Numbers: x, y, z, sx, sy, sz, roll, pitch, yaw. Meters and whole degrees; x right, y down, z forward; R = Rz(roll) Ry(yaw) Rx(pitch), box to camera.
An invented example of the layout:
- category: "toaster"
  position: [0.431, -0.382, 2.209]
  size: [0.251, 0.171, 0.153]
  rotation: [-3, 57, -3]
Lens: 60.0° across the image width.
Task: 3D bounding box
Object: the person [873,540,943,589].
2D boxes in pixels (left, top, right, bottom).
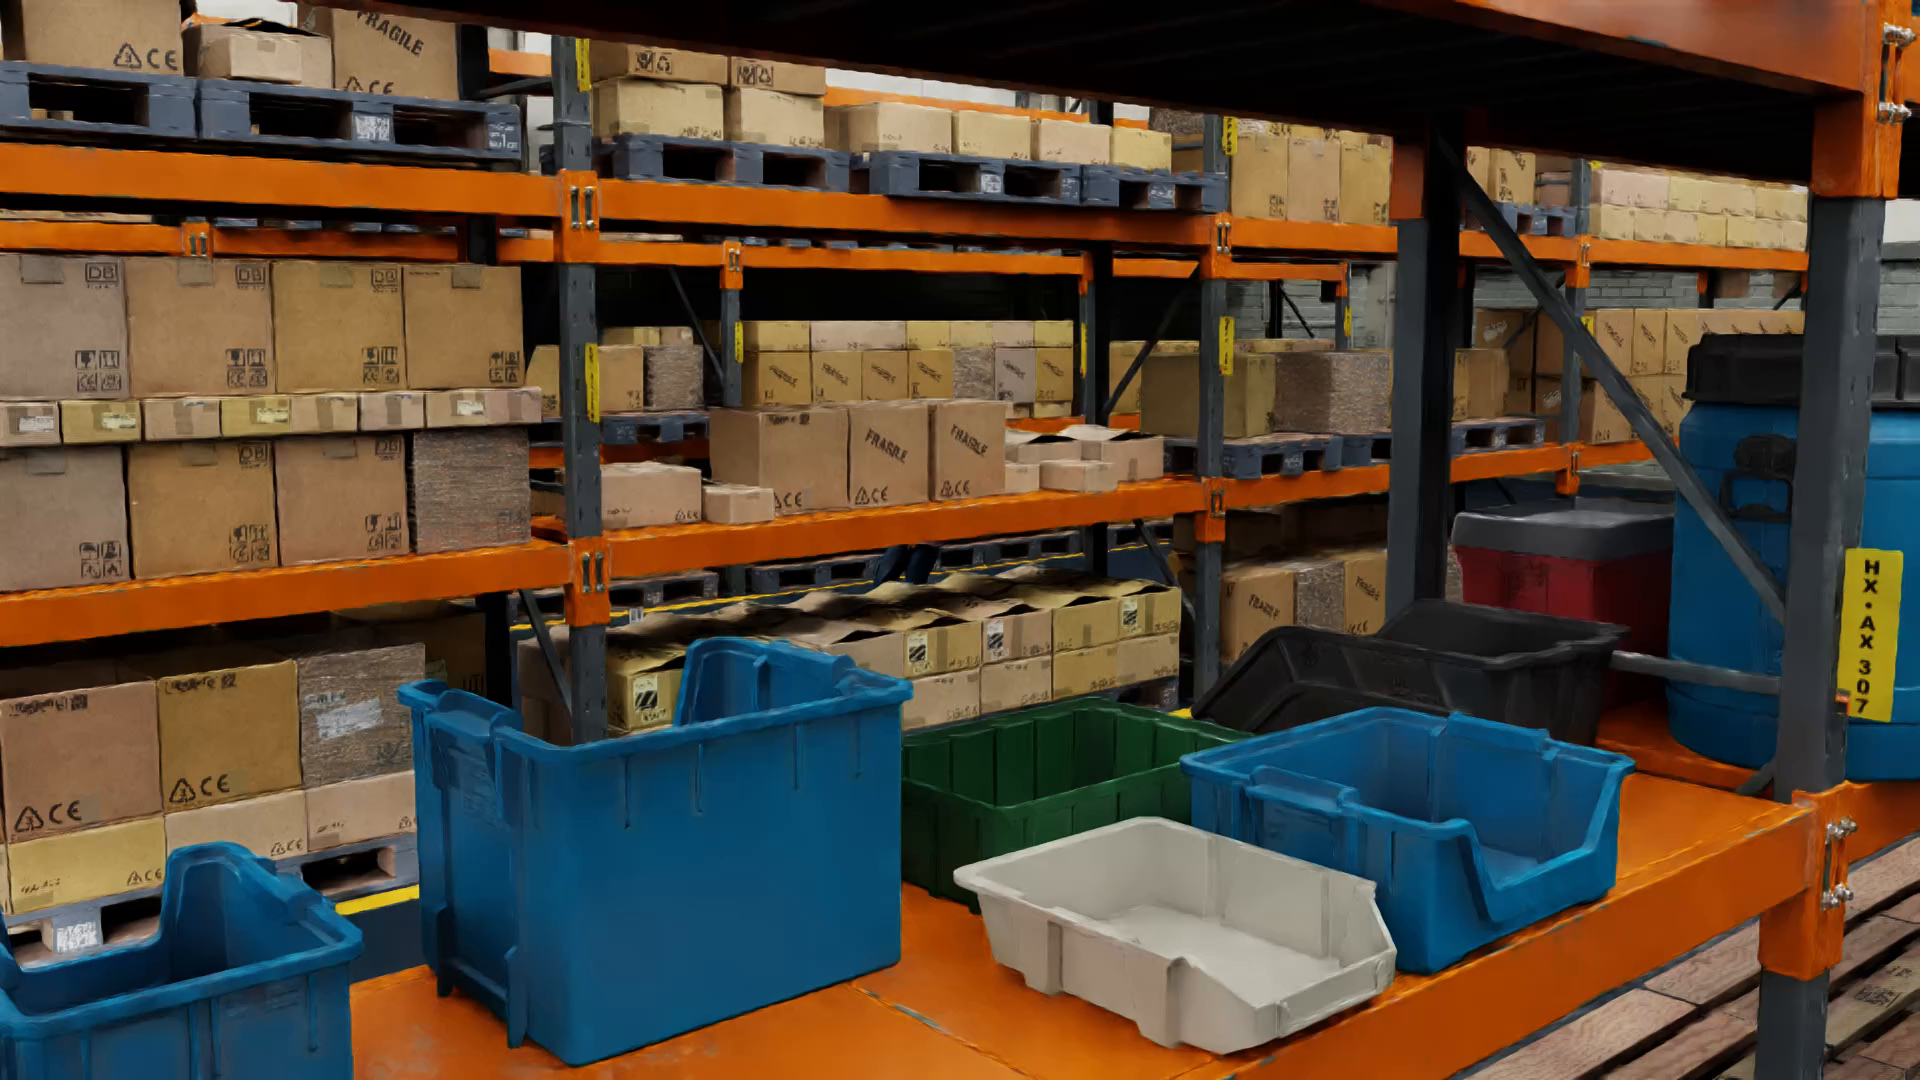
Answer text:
- category: "person"
  position: [-0.309, 0.034, 10.670]
  size: [0.585, 1.571, 0.441]
  rotation: [7, 11, 44]
